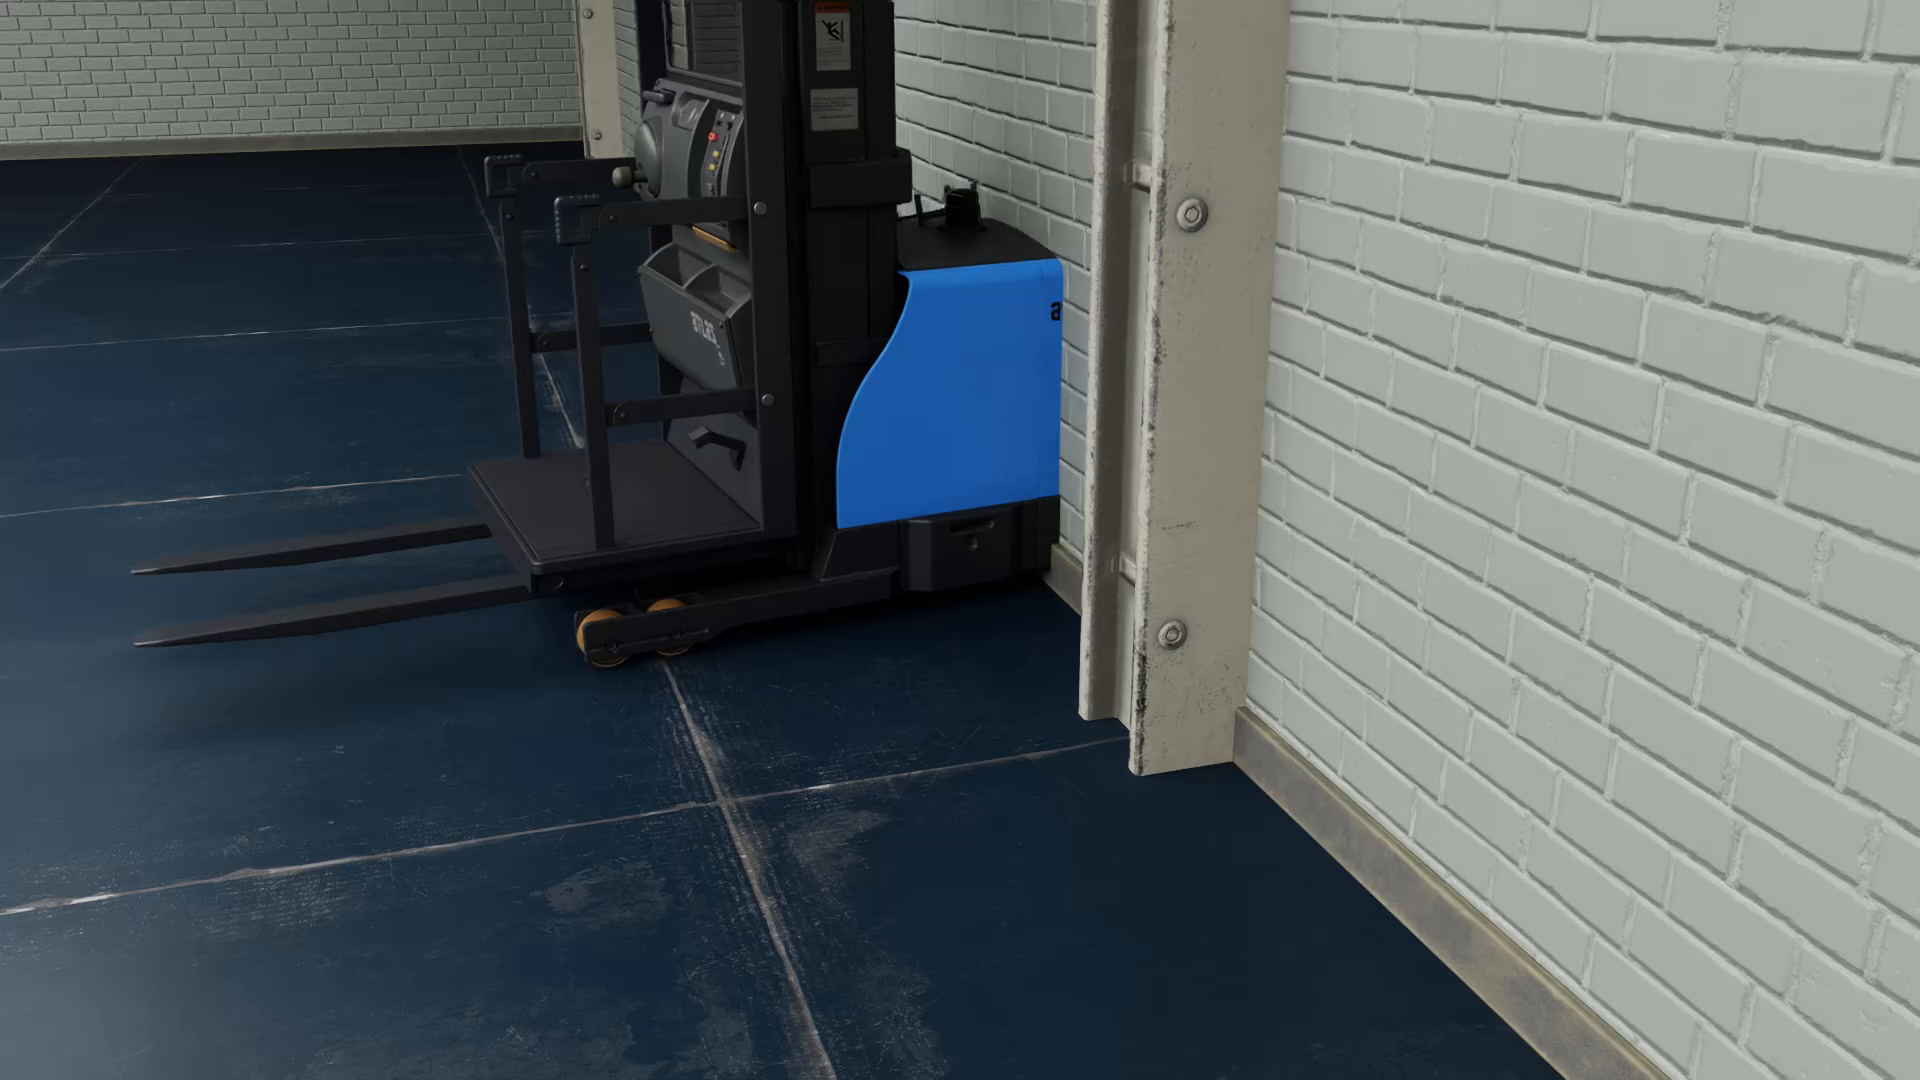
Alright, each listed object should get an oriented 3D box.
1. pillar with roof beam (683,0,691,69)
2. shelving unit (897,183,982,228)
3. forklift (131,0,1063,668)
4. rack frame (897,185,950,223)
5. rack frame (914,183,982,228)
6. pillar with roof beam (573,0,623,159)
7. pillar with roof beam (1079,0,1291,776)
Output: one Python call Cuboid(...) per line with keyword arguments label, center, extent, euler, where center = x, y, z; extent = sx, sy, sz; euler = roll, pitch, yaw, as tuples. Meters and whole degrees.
Cuboid(label="pillar with roof beam", center=(-5.439, -5.181, 7.028), extent=(9.100, 9.000, 0.400), euler=(-6, 21, -17))
Cuboid(label="shelving unit", center=(0.001, -0.616, 5.792), extent=(0.258, 1.200, 0.189), euler=(-17, 16, -27))
Cuboid(label="forklift", center=(-1.000, -1.209, 4.947), extent=(3.031, 2.935, 1.130), euler=(-9, 22, -24))
Cuboid(label="rack frame", center=(-0.045, -0.629, 5.870), extent=(0.240, 1.200, 0.006), euler=(-17, 16, -27))
Cuboid(label="rack frame", center=(0.046, -0.603, 5.713), extent=(0.240, 1.200, 0.006), euler=(-17, 16, -27))
Cuboid(label="pillar with roof beam", center=(-7.325, -7.106, 12.388), extent=(9.100, 9.000, 0.400), euler=(-6, 21, -17))
Cuboid(label="pillar with roof beam", center=(-3.553, -3.255, 1.667), extent=(9.100, 9.000, 0.400), euler=(-6, 21, -17))
